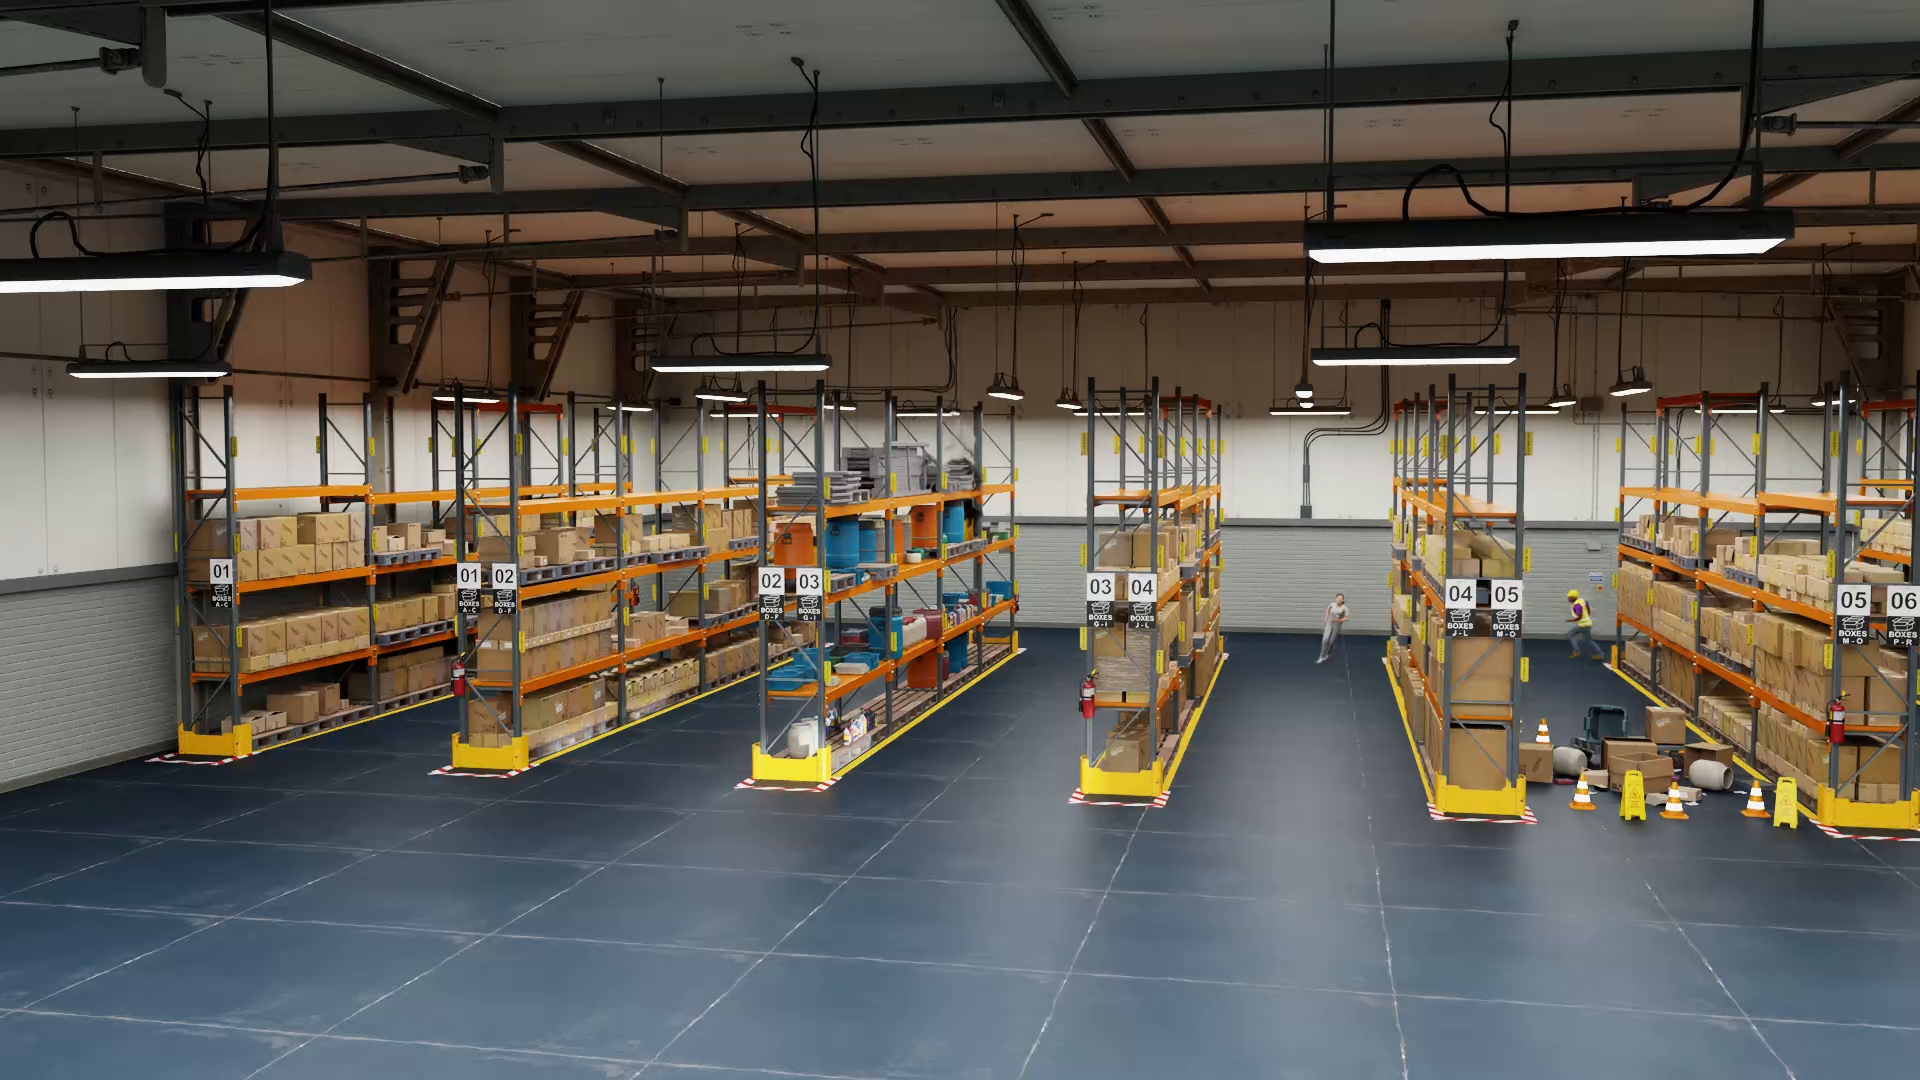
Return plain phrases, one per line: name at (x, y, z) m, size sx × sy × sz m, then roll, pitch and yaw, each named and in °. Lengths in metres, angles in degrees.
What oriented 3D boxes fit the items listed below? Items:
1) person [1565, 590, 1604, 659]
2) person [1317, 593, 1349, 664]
person at (14.652, 2.002, 38.984) m, size 0.885 × 1.639 × 0.738 m, roll 1°, pitch 3°, yaw 18°
person at (8.727, 2.043, 38.656) m, size 0.657 × 1.643 × 0.820 m, roll 2°, pitch 4°, yaw 29°
